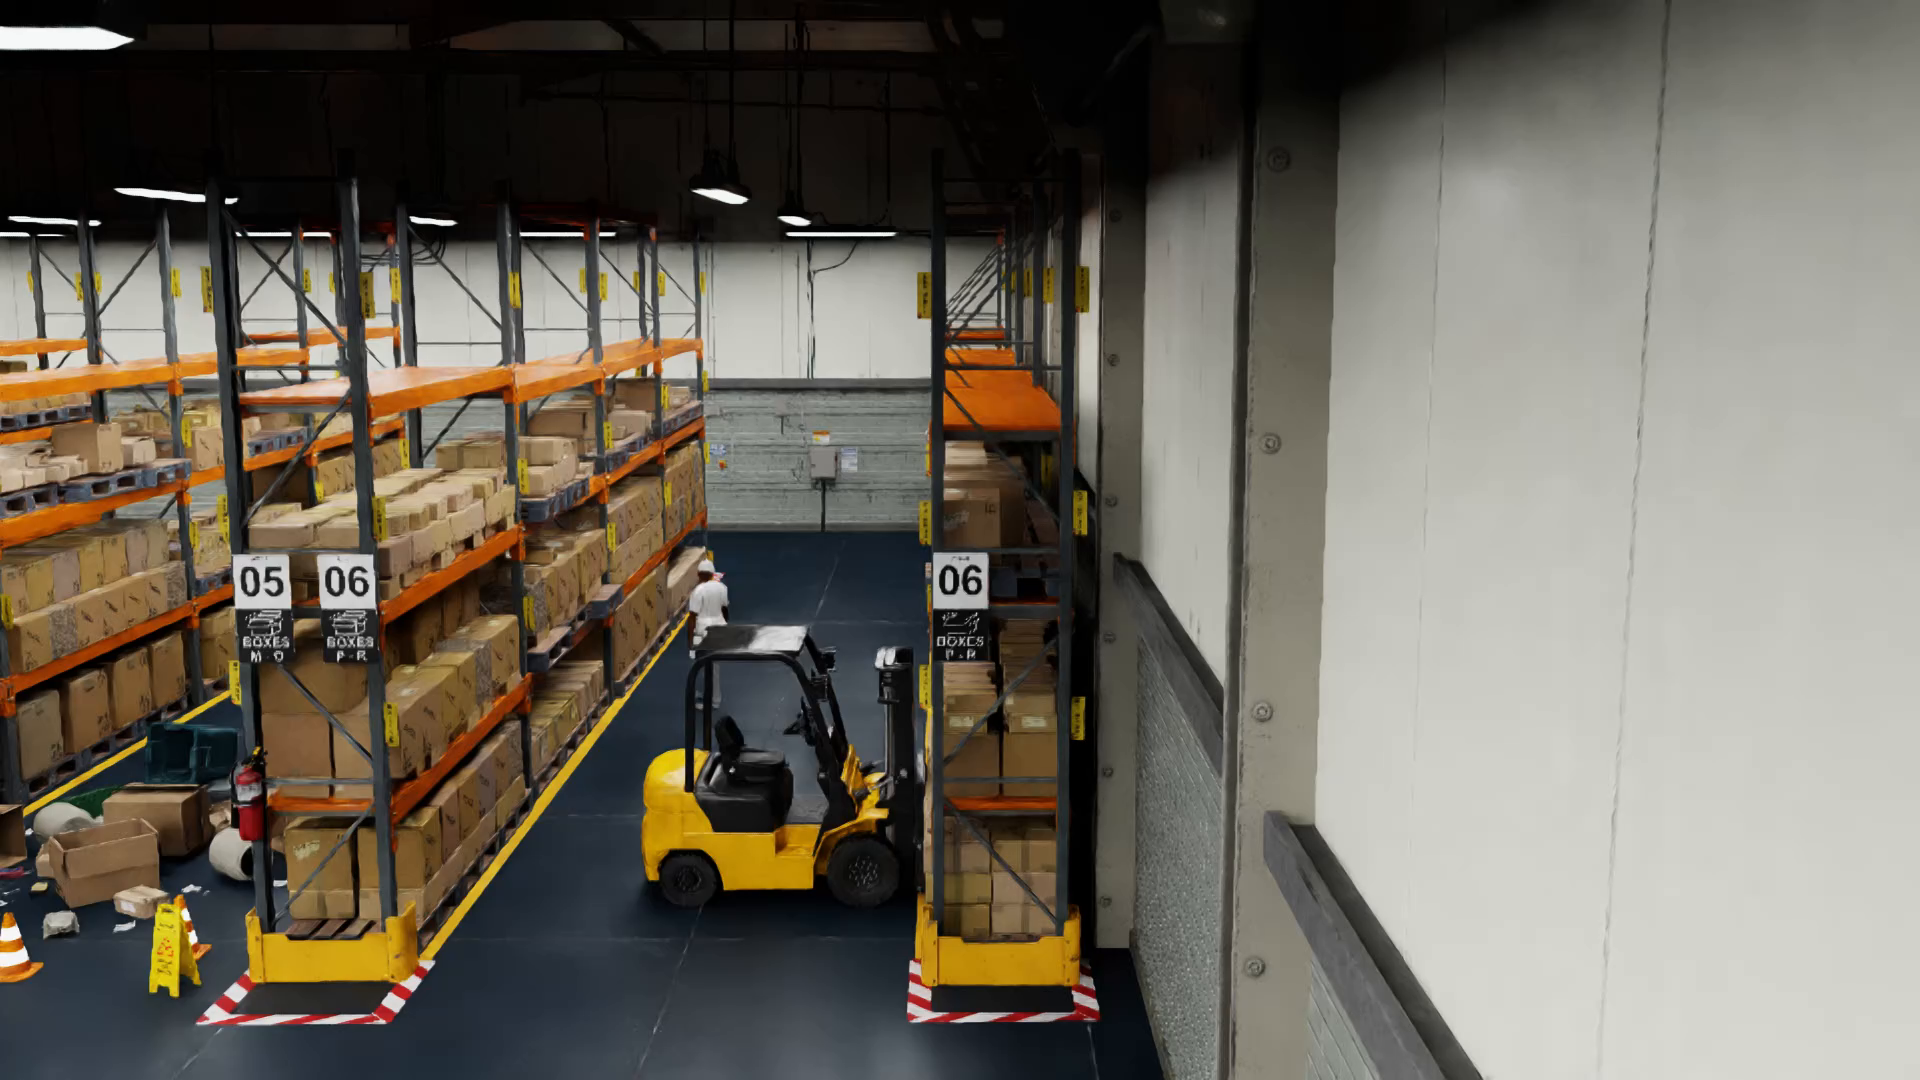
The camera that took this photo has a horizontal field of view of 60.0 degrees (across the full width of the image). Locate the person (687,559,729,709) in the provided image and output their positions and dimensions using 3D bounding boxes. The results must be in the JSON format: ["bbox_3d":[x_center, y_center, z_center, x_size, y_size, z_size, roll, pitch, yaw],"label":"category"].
[{"bbox_3d":[-3.046,1.097,19.984,0.580,1.763,0.673,6,11,31],"label":"person"}]
